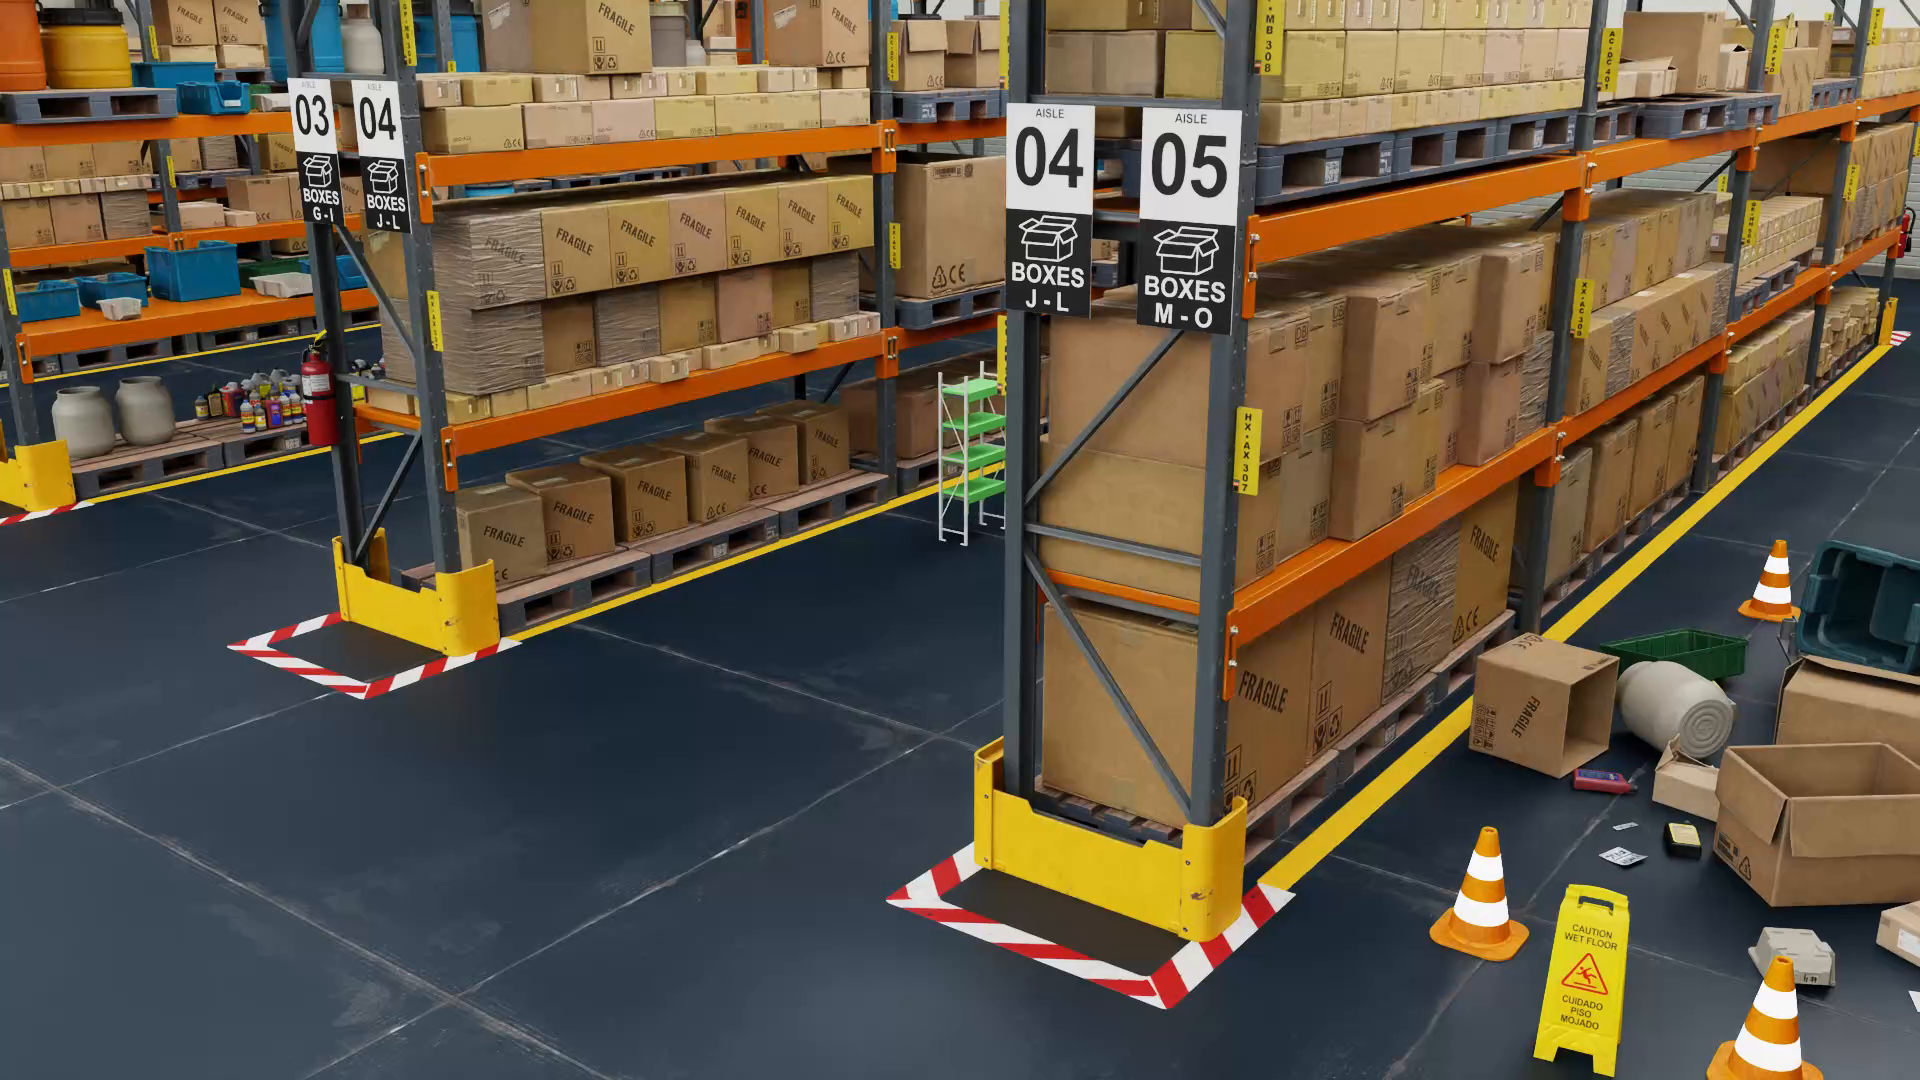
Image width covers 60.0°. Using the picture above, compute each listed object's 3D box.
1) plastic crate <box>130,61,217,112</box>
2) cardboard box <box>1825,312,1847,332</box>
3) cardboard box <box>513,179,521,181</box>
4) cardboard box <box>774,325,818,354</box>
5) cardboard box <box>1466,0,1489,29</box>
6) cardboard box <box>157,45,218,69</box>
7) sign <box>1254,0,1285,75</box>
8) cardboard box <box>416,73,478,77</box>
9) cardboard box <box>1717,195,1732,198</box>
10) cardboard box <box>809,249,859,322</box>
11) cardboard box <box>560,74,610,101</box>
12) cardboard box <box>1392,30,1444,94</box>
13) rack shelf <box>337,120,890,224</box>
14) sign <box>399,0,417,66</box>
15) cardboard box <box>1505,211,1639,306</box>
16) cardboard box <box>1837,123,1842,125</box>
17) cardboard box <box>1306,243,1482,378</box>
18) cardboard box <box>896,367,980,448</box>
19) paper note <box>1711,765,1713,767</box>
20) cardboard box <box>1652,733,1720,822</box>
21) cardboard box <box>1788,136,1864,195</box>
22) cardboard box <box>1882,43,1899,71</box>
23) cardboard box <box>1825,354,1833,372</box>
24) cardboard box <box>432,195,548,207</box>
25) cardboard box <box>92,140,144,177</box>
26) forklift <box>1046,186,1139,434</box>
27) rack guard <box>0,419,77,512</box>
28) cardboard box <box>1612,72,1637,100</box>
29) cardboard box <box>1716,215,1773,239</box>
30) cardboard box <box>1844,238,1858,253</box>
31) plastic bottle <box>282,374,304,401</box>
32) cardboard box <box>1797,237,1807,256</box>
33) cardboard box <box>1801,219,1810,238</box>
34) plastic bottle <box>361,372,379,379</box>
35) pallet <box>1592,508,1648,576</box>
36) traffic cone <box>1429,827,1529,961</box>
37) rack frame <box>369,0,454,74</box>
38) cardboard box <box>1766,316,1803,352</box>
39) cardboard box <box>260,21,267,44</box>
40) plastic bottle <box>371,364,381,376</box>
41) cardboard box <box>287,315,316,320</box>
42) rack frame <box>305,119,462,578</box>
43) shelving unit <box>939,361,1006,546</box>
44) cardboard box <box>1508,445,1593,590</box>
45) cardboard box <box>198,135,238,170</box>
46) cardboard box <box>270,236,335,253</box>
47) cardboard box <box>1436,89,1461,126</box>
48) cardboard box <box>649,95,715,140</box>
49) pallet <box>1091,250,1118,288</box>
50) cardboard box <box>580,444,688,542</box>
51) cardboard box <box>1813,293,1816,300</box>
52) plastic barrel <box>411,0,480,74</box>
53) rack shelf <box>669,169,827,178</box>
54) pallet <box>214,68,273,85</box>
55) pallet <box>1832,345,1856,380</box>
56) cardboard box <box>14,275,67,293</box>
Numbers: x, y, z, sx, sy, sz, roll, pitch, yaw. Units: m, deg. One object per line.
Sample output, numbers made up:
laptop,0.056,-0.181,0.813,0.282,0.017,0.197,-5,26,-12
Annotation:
plastic crate,-6.385,-3.685,13.521,0.392,0.384,0.575,12,21,35
cardboard box,8.820,-2.240,16.995,0.380,0.149,0.250,13,21,36
cardboard box,-6.204,-4.953,21.757,0.700,0.500,0.500,5,18,16
cardboard box,-1.224,-1.421,11.686,0.380,0.149,0.250,12,21,35
cardboard box,2.138,-2.366,7.450,0.380,0.149,0.250,13,21,35
cardboard box,-8.498,-5.288,18.202,0.500,0.250,0.500,15,23,40
sign,1.063,-1.765,5.705,0.100,0.325,0.005,12,21,35
cardboard box,-3.063,-2.676,9.826,0.380,0.149,0.250,11,21,32
cardboard box,7.006,-3.120,15.444,0.380,0.149,0.250,13,22,36
cardboard box,-1.237,-1.924,12.211,0.875,0.500,0.500,12,21,35
cardboard box,-2.301,-2.689,9.869,0.380,0.149,0.250,12,21,35
cardboard box,1.716,-2.039,7.069,0.500,0.250,0.500,12,21,34
rack shelf,-2.110,-2.443,10.707,1.077,0.370,4.000,12,21,35
sign,-2.866,-2.632,8.628,0.100,0.325,0.005,12,21,35
cardboard box,3.902,-1.817,10.684,0.700,0.500,0.500,13,21,35
cardboard box,9.378,-4.274,18.092,0.500,0.500,0.500,13,22,36
cardboard box,2.091,-1.179,8.410,0.875,0.550,0.550,12,21,35
cardboard box,-0.236,-1.099,13.699,0.700,0.500,0.500,12,21,34
paper note,3.665,1.139,8.038,0.155,0.023,0.172,-11,20,-32
cardboard box,3.459,1.111,7.719,0.258,0.266,0.396,-16,23,-41
cardboard box,8.236,-3.567,15.816,0.500,0.500,0.500,13,22,36
cardboard box,8.862,-4.742,16.309,0.500,0.250,0.500,13,21,36
cardboard box,8.405,-1.767,16.476,0.380,0.149,0.250,13,22,36
cardboard box,-2.880,-1.840,10.254,0.500,0.500,0.500,12,21,35
cardboard box,-9.132,-4.142,17.668,0.700,0.500,0.500,13,21,35
forklift,2.012,-2.019,13.305,1.130,2.935,3.031,15,23,40
rack guard,-7.272,-0.585,12.786,1.175,0.500,0.348,12,21,35
cardboard box,3.822,-2.694,9.849,0.250,0.149,0.380,12,21,35
cardboard box,6.444,-2.573,13.683,0.380,0.149,0.250,14,22,37
cardboard box,8.783,-2.984,16.720,0.380,0.149,0.250,13,21,36
plastic bottle,-5.943,-1.329,14.818,0.152,0.276,0.135,12,21,35
cardboard box,7.389,-2.665,14.984,0.380,0.149,0.250,12,21,35
cardboard box,7.386,-2.807,14.937,0.380,0.149,0.250,14,22,37
plastic bottle,-5.297,-1.385,14.996,0.152,0.276,0.135,12,21,35
pallet,4.130,-0.087,11.668,1.003,0.211,1.213,12,21,35
traffic cone,2.078,1.359,6.587,0.336,0.463,0.334,12,21,35
rack frame,-4.896,-5.570,14.508,1.000,3.000,0.127,12,21,35
cardboard box,7.213,-1.858,14.911,0.500,0.250,0.500,14,22,37
cardboard box,-10.232,-7.223,23.976,0.700,0.500,0.500,11,20,30
plastic bottle,-5.499,-1.556,15.675,0.097,0.201,0.097,0,17,0
cardboard box,-7.821,-2.767,19.523,0.500,0.250,0.500,12,21,33
rack frame,-3.302,-0.877,9.512,1.000,3.000,0.127,12,21,35
shelving unit,0.099,-0.612,11.693,0.258,1.200,0.503,12,21,35
cardboard box,3.302,-0.220,10.478,1.050,0.750,0.750,12,21,34
cardboard box,-10.742,-5.553,23.657,0.700,0.500,0.500,10,20,28
cardboard box,-9.926,-4.735,24.849,0.750,0.750,0.750,12,21,34
cardboard box,1.986,-1.924,7.371,0.380,0.149,0.250,13,21,35
cardboard box,-1.901,-2.674,10.490,0.500,0.250,0.500,13,22,36
pallet,1.126,-2.503,15.069,1.213,0.211,1.003,12,21,35
cardboard box,-2.200,-0.324,11.237,0.500,0.500,0.500,15,23,40
cardboard box,9.502,-2.759,18.667,0.380,0.149,0.250,13,21,36
plastic barrel,-4.768,-4.537,15.392,0.600,0.901,0.708,12,21,35
rack shelf,-2.914,-5.620,25.996,1.077,0.370,4.000,12,21,35
pallet,-8.357,-5.135,18.487,0.805,0.209,1.217,11,21,33
pallet,8.869,-1.961,17.704,1.003,0.211,1.213,12,21,35
cardboard box,-9.575,-2.441,17.211,0.500,0.500,0.500,12,21,35
